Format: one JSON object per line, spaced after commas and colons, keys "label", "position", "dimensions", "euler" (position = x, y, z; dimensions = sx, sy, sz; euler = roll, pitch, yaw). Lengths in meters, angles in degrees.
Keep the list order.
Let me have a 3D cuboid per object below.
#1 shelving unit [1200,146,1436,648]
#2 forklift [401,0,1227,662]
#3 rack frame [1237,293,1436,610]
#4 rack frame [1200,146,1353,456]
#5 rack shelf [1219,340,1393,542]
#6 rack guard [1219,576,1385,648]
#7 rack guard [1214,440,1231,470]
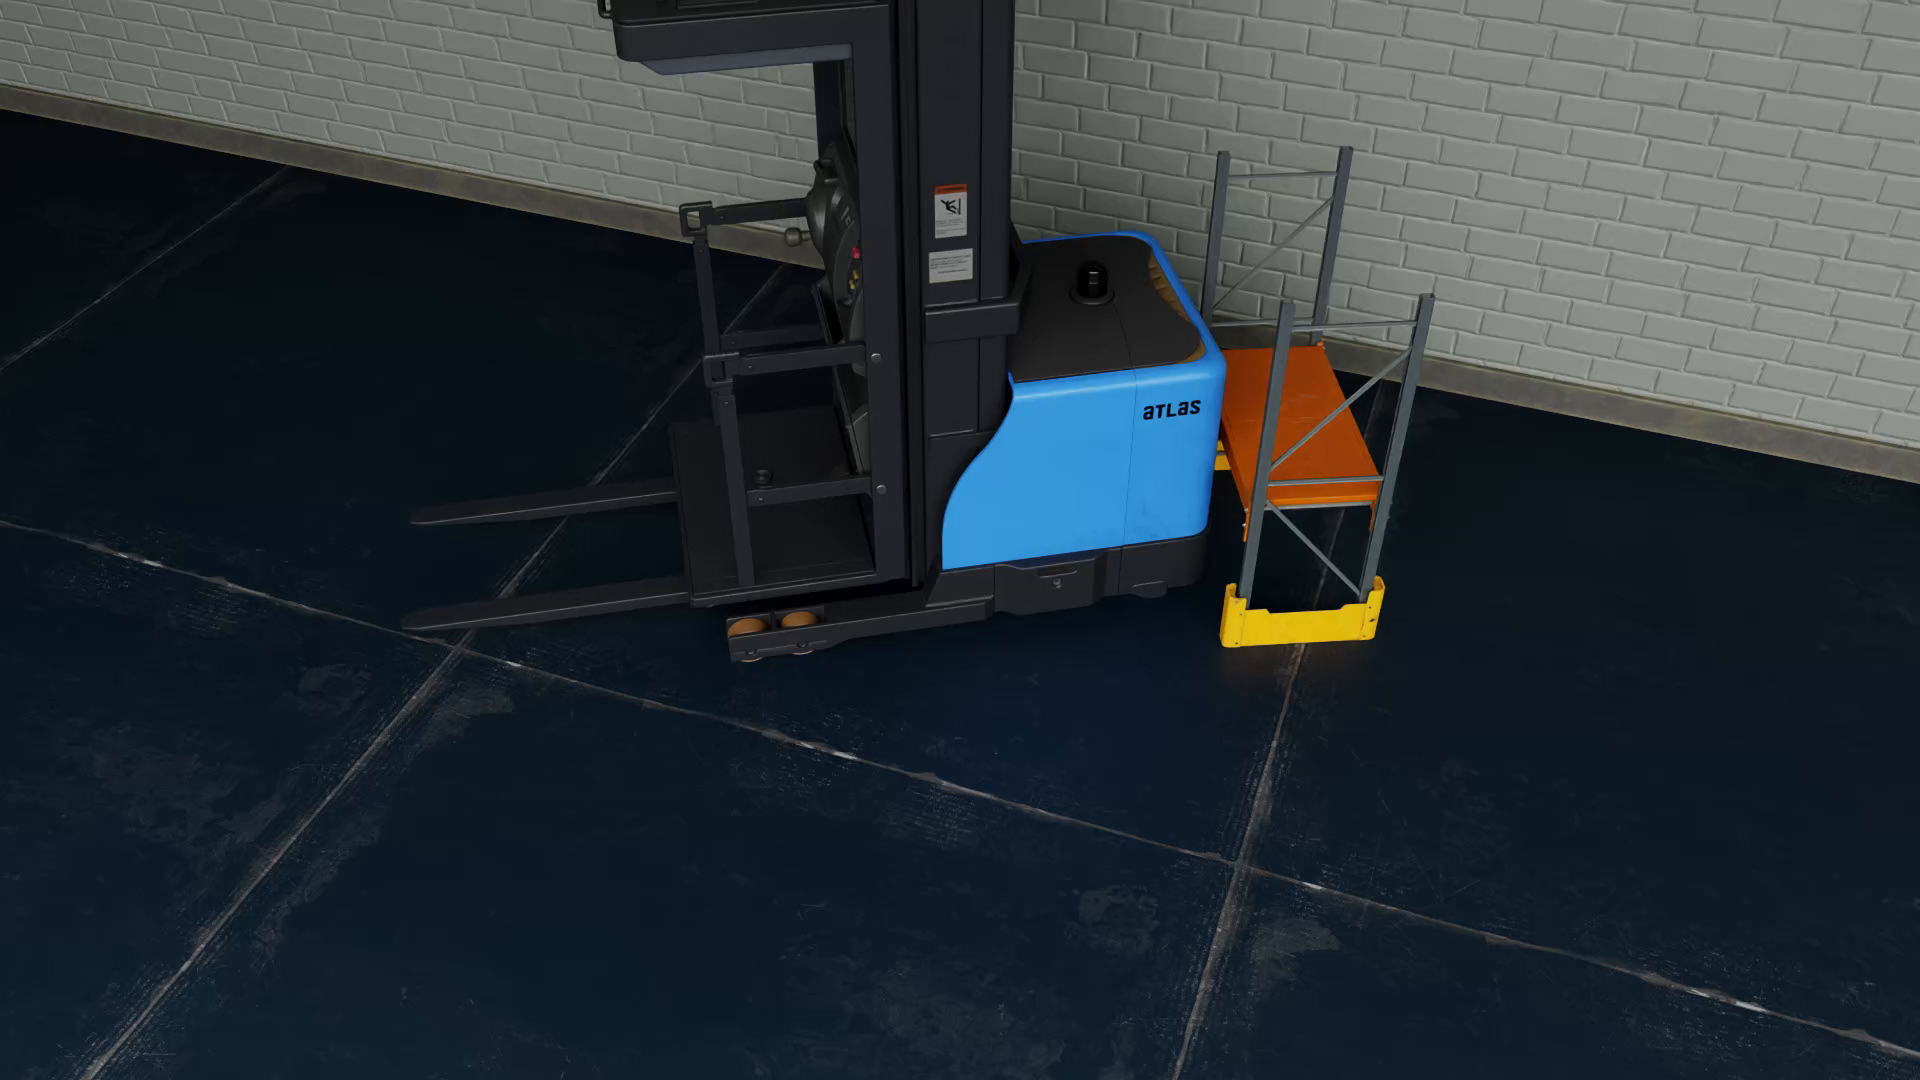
{"label": "shelving unit", "position": [1.241, -0.529, 6.214], "dimensions": [0.587, 1.500, 1.083], "euler": [-3, 41, -4]}
{"label": "forklift", "position": [-0.610, -1.034, 5.704], "dimensions": [3.031, 2.935, 1.130], "euler": [-8, 41, -9]}
{"label": "rack frame", "position": [1.281, -0.206, 5.835], "dimensions": [0.500, 1.500, 0.032], "euler": [-3, 41, -4]}
{"label": "rack frame", "position": [1.199, -0.863, 6.606], "dimensions": [0.500, 1.500, 0.032], "euler": [-3, 41, -4]}
{"label": "rack shelf", "position": [1.240, -0.398, 6.338], "dimensions": [0.538, 0.185, 1.000], "euler": [-3, 41, -4]}
{"label": "rack guard", "position": [1.281, 0.269, 6.242], "dimensions": [0.587, 0.250, 0.087], "euler": [-3, 41, -4]}
{"label": "rack guard", "position": [1.200, -0.375, 6.997], "dimensions": [0.587, 0.250, 0.087], "euler": [-3, 41, -4]}
